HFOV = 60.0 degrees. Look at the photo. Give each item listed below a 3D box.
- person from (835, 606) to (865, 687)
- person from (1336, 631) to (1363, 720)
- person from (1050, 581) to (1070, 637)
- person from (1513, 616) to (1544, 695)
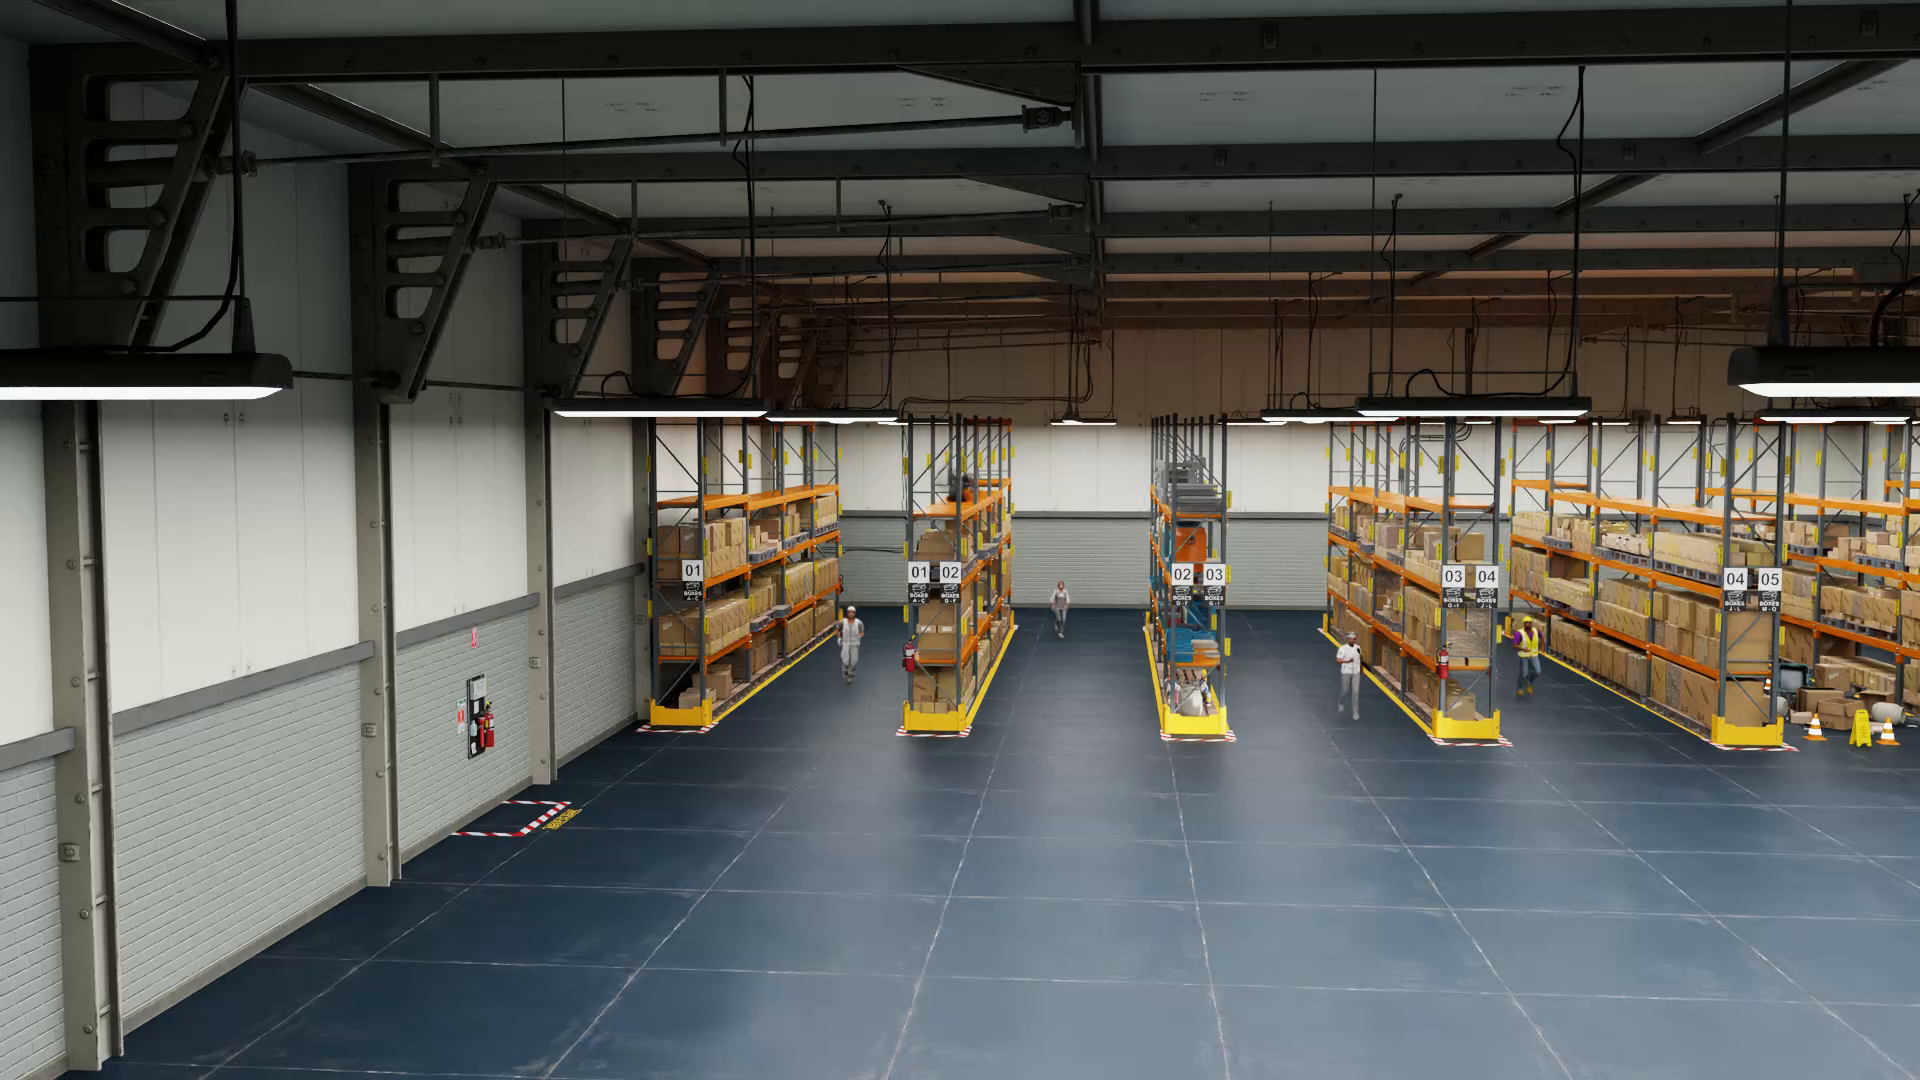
[{"bbox_3d":[-2.406,2.341,36.491,0.634,1.768,0.654,0,4,-7],"label":"person"},{"bbox_3d":[7.709,2.640,32.886,0.604,1.703,0.900,0,4,-4],"label":"person"},{"bbox_3d":[2.750,1.896,45.579,0.529,1.557,0.575,0,4,-6],"label":"person"},{"bbox_3d":[12.095,2.470,35.308,0.731,1.715,0.784,0,4,0],"label":"person"}]
